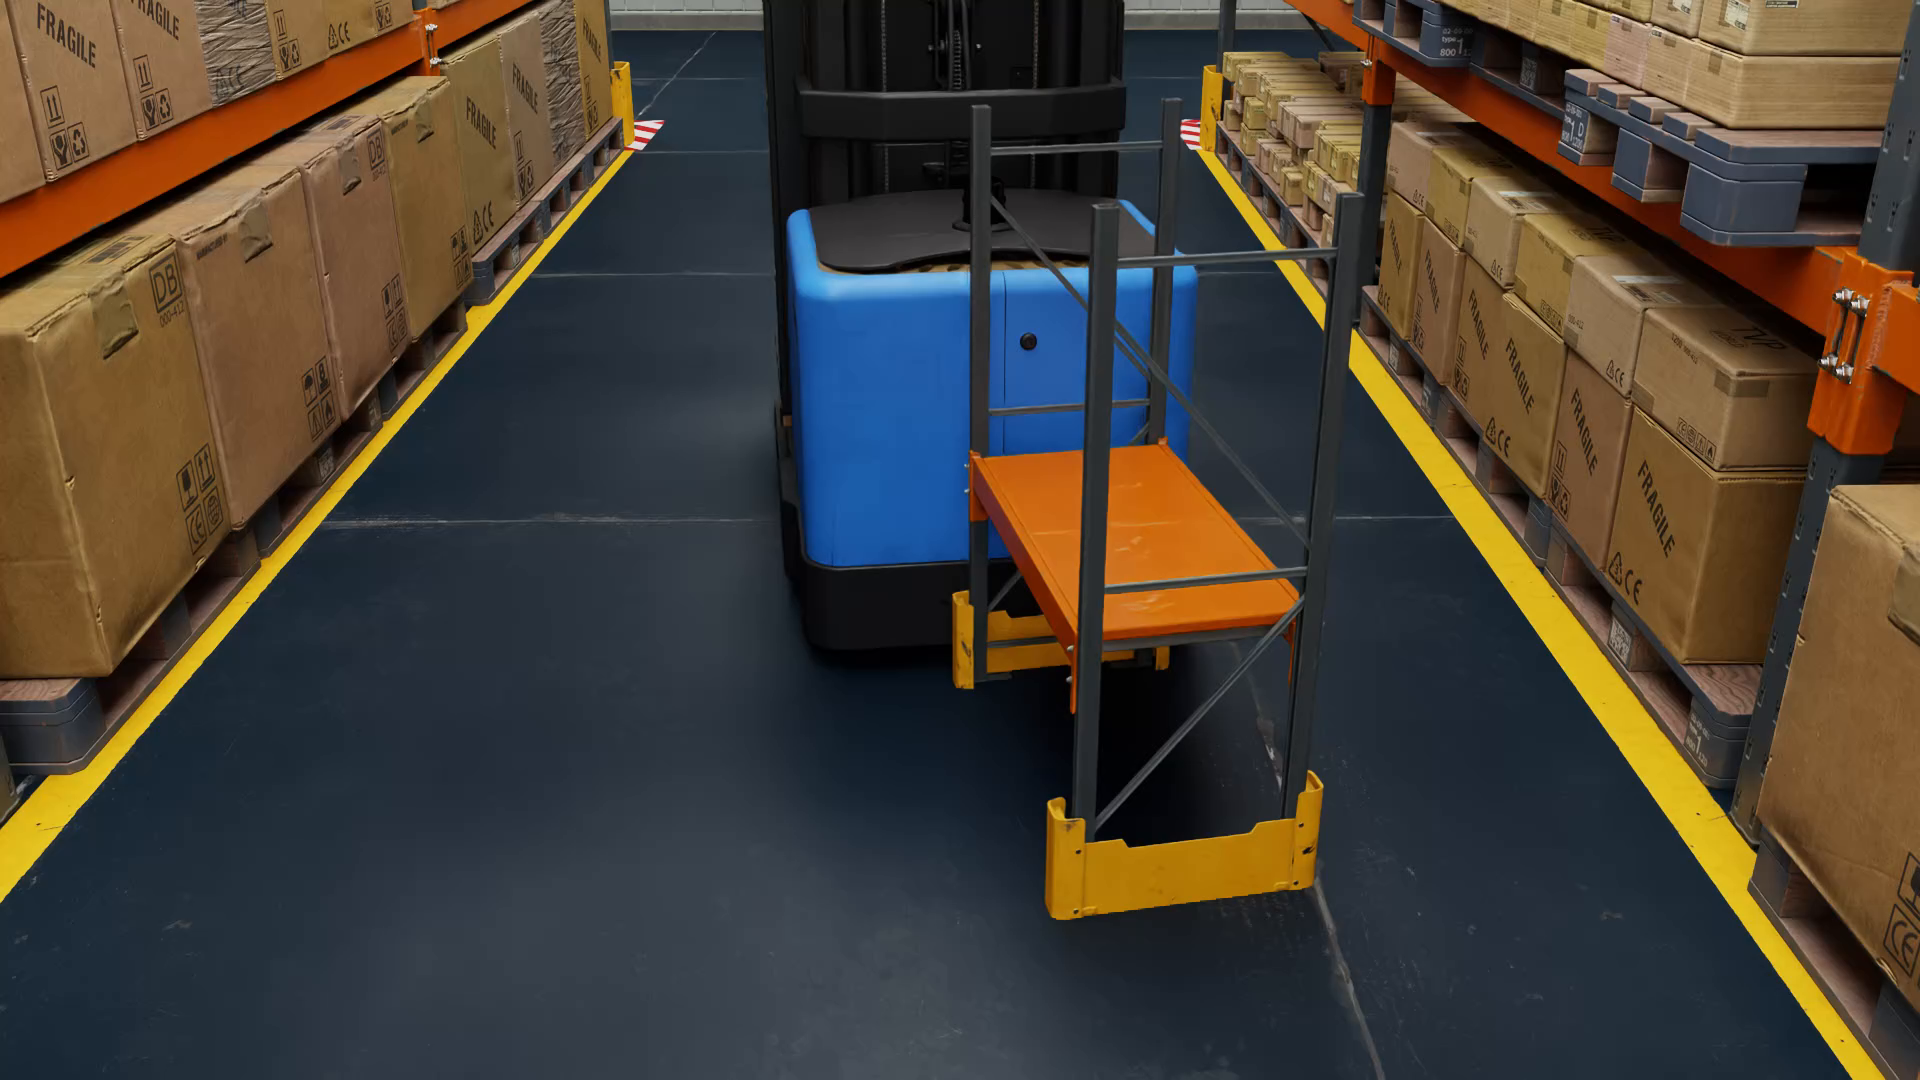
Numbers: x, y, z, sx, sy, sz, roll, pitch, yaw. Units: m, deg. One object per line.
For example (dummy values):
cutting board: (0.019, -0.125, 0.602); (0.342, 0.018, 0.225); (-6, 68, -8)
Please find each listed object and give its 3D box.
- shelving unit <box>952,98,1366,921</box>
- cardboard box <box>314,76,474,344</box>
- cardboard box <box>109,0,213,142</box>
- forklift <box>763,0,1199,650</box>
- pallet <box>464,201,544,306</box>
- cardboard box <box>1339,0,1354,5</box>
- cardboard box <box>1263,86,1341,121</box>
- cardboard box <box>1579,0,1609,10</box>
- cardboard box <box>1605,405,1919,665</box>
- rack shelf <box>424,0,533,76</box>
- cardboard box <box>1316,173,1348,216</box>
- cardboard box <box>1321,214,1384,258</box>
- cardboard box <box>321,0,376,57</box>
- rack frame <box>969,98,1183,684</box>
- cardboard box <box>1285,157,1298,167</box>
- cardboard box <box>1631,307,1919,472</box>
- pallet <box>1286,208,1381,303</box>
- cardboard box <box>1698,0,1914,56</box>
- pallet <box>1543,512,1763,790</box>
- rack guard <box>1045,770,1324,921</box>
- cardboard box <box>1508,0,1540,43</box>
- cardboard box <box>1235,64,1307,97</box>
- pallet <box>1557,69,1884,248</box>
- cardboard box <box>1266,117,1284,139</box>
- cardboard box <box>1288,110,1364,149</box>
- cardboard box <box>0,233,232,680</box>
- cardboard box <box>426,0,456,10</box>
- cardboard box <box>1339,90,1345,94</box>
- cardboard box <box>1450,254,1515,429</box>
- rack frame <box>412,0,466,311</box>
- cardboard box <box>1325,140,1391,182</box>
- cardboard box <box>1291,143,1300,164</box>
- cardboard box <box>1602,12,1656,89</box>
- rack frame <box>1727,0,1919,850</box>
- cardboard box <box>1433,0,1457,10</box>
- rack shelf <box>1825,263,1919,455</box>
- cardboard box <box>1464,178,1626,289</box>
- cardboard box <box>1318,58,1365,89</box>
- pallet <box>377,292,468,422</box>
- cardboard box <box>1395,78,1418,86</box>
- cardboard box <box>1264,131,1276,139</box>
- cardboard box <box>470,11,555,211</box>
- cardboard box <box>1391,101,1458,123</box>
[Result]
shelving unit: (0.372, -0.126, 3.708); (0.587, 1.500, 1.083); (-5, 25, -11)
cardboard box: (-2.708, -1.329, 6.618); (1.225, 0.875, 0.875); (0, 24, 0)
cardboard box: (-2.442, -1.392, 4.567); (0.500, 0.500, 0.500); (-1, 24, -2)
forklift: (-0.079, -1.617, 5.268); (1.130, 2.935, 3.031); (-3, 25, -7)
pallet: (-2.665, -1.413, 8.118); (1.003, 0.211, 1.213); (0, 24, -1)
cardboard box: (1.877, -2.458, 7.350); (0.380, 0.149, 0.250); (-1, 24, -2)
cardboard box: (1.882, -2.403, 9.150); (0.380, 0.149, 0.250); (0, 24, 0)
cardboard box: (1.796, -1.438, 4.223); (0.380, 0.149, 0.250); (0, 24, 0)
cardboard box: (2.001, -0.025, 4.188); (0.500, 0.500, 0.500); (0, 24, -1)
rack shelf: (-2.757, -2.866, 8.820); (1.077, 0.370, 4.000); (0, 24, -1)
cardboard box: (1.889, -1.618, 7.777); (0.380, 0.149, 0.250); (-1, 24, -3)
cardboard box: (1.881, -1.403, 7.662); (0.380, 0.149, 0.250); (0, 24, 0)
cardboard box: (-2.458, -2.020, 5.955); (0.500, 0.500, 0.500); (0, 24, 1)
rack frame: (0.272, -0.327, 4.154); (0.500, 1.500, 0.032); (-5, 25, -11)
cardboard box: (1.934, -1.937, 8.843); (0.380, 0.149, 0.250); (0, 24, 0)
cardboard box: (2.000, -0.377, 4.057); (0.500, 0.250, 0.500); (-1, 24, -2)
pallet: (2.183, -1.357, 7.993); (1.003, 0.211, 1.213); (0, 24, -1)
cardboard box: (1.809, -1.116, 3.512); (0.380, 0.149, 0.250); (0, 24, 1)
pallet: (2.262, 0.246, 4.449); (1.003, 0.211, 1.213); (0, 24, -1)
rack guard: (0.473, 0.645, 3.522); (0.587, 0.250, 0.087); (-5, 25, -11)
cardboard box: (1.796, -1.509, 4.741); (0.380, 0.149, 0.250); (0, 24, 1)
cardboard box: (1.846, -2.727, 9.868); (0.380, 0.149, 0.250); (0, 24, -1)
pallet: (2.155, -0.908, 3.850); (1.213, 0.211, 1.003); (0, 24, -1)
cardboard box: (1.961, -2.381, 9.463); (0.380, 0.149, 0.250); (-1, 24, -3)
cardboard box: (1.889, -2.085, 8.449); (0.380, 0.149, 0.250); (-1, 24, -3)
cardboard box: (-2.678, -0.229, 4.186); (1.225, 0.875, 0.875); (-1, 24, -3)
cardboard box: (-2.406, -2.379, 7.174); (0.380, 0.149, 0.250); (0, 24, 0)
cardboard box: (2.481, -2.596, 9.940); (0.380, 0.149, 0.250); (-1, 24, -3)
cardboard box: (1.995, -0.663, 5.601); (0.500, 0.500, 0.500); (0, 24, 0)
rack frame: (-2.735, -2.370, 6.850); (1.000, 3.000, 0.127); (0, 24, -1)
cardboard box: (1.919, -1.764, 7.739); (0.380, 0.149, 0.250); (0, 24, 0)
cardboard box: (1.959, -2.048, 8.727); (0.380, 0.149, 0.250); (-1, 24, -3)
cardboard box: (1.800, -1.189, 4.033); (0.380, 0.149, 0.250); (0, 24, 0)
rack frame: (2.269, -0.702, 3.163); (1.000, 3.000, 0.127); (0, 24, -1)
cardboard box: (1.783, -1.837, 5.468); (0.380, 0.149, 0.250); (-1, 24, -3)
rack shelf: (2.291, 0.450, 1.489); (1.077, 0.370, 4.000); (0, 24, -1)
cardboard box: (1.979, -1.009, 5.455); (0.500, 0.250, 0.500); (1, 24, 1)
cardboard box: (2.386, -2.841, 10.120); (0.380, 0.149, 0.250); (0, 24, 0)
pallet: (-2.651, -0.782, 6.722); (1.003, 0.211, 1.213); (0, 24, -1)
cardboard box: (2.514, -2.518, 9.405); (0.380, 0.149, 0.250); (1, 24, 1)
cardboard box: (1.953, -2.253, 9.542); (0.380, 0.149, 0.250); (0, 24, 0)
cardboard box: (-2.672, -2.236, 8.623); (0.875, 0.875, 0.875); (0, 24, -1)
cardboard box: (2.401, -2.199, 8.700); (0.380, 0.149, 0.250); (-1, 24, -3)
